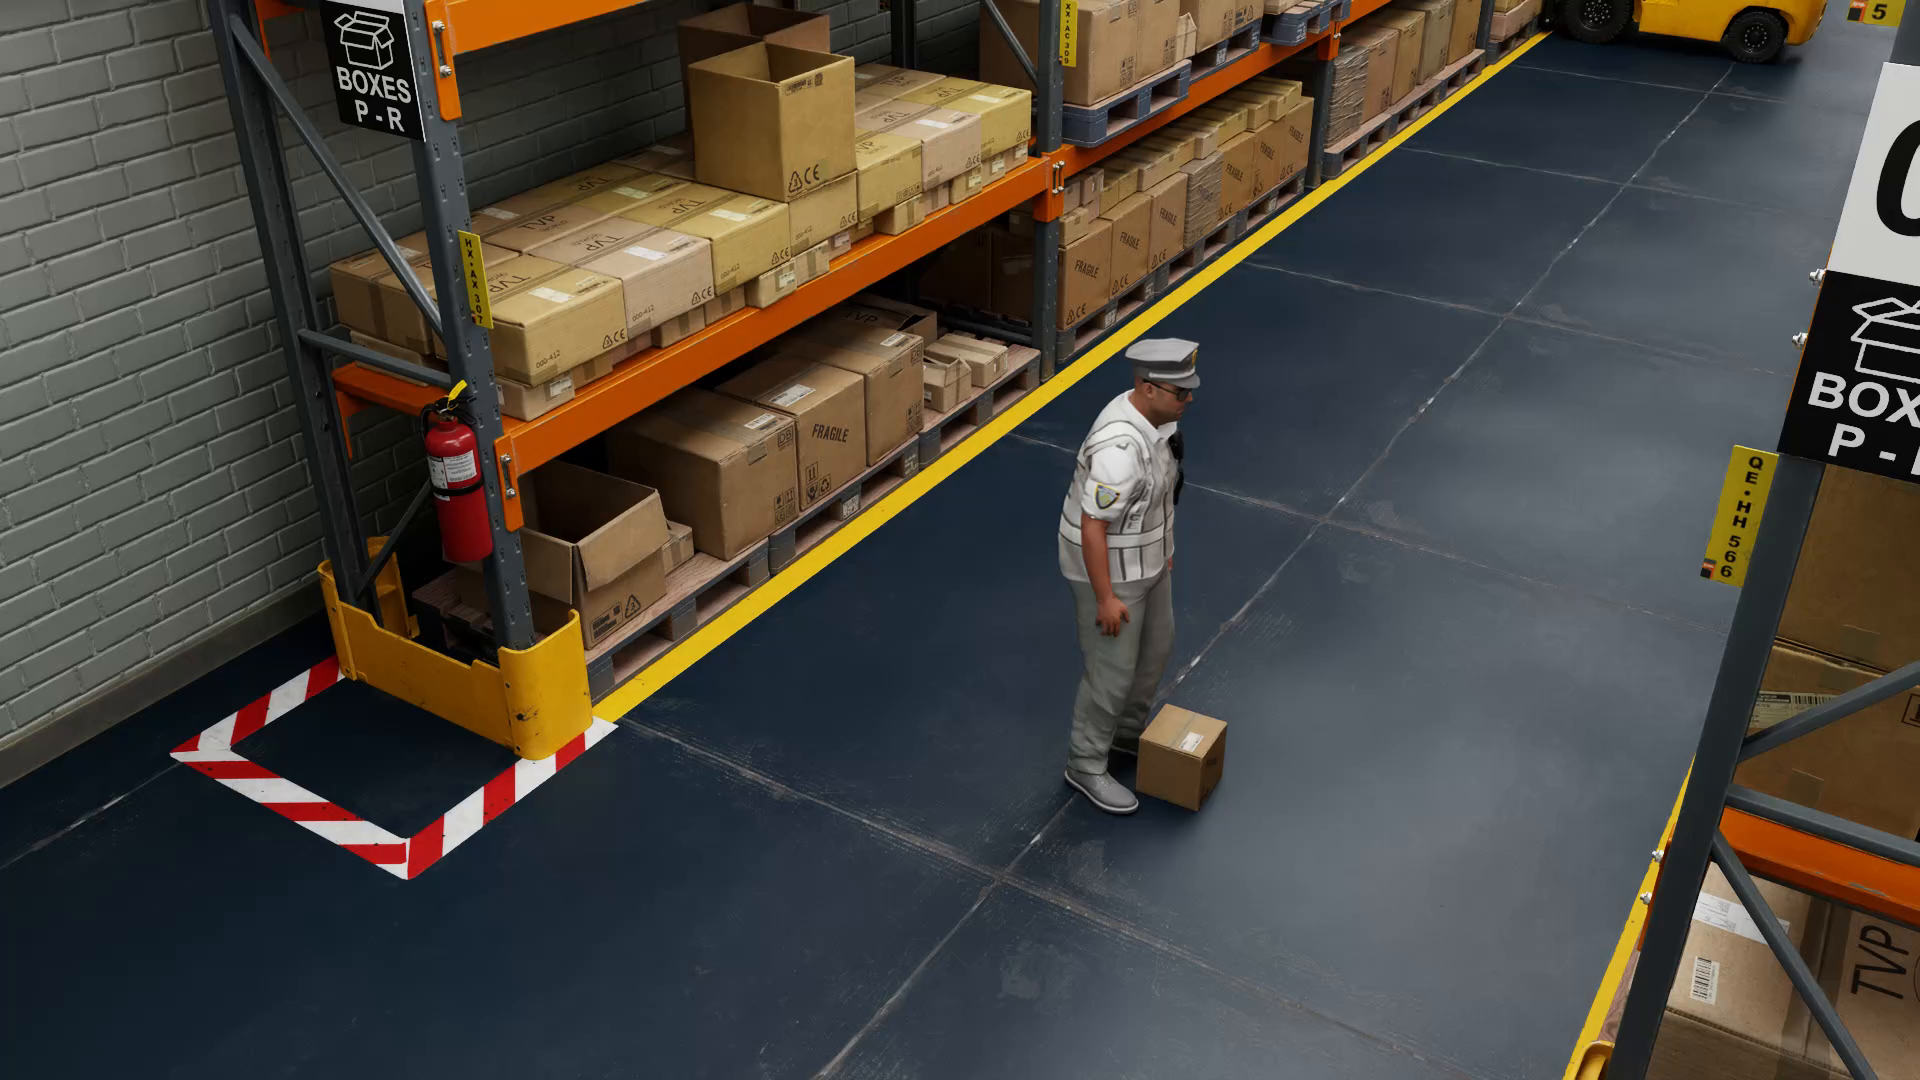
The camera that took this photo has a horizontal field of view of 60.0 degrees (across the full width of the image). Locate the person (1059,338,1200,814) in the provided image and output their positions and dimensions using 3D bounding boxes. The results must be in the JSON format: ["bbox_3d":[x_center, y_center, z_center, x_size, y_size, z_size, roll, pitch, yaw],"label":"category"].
[{"bbox_3d":[0.608,0.097,5.957,0.479,1.747,0.605,15,34,24],"label":"person"}]
